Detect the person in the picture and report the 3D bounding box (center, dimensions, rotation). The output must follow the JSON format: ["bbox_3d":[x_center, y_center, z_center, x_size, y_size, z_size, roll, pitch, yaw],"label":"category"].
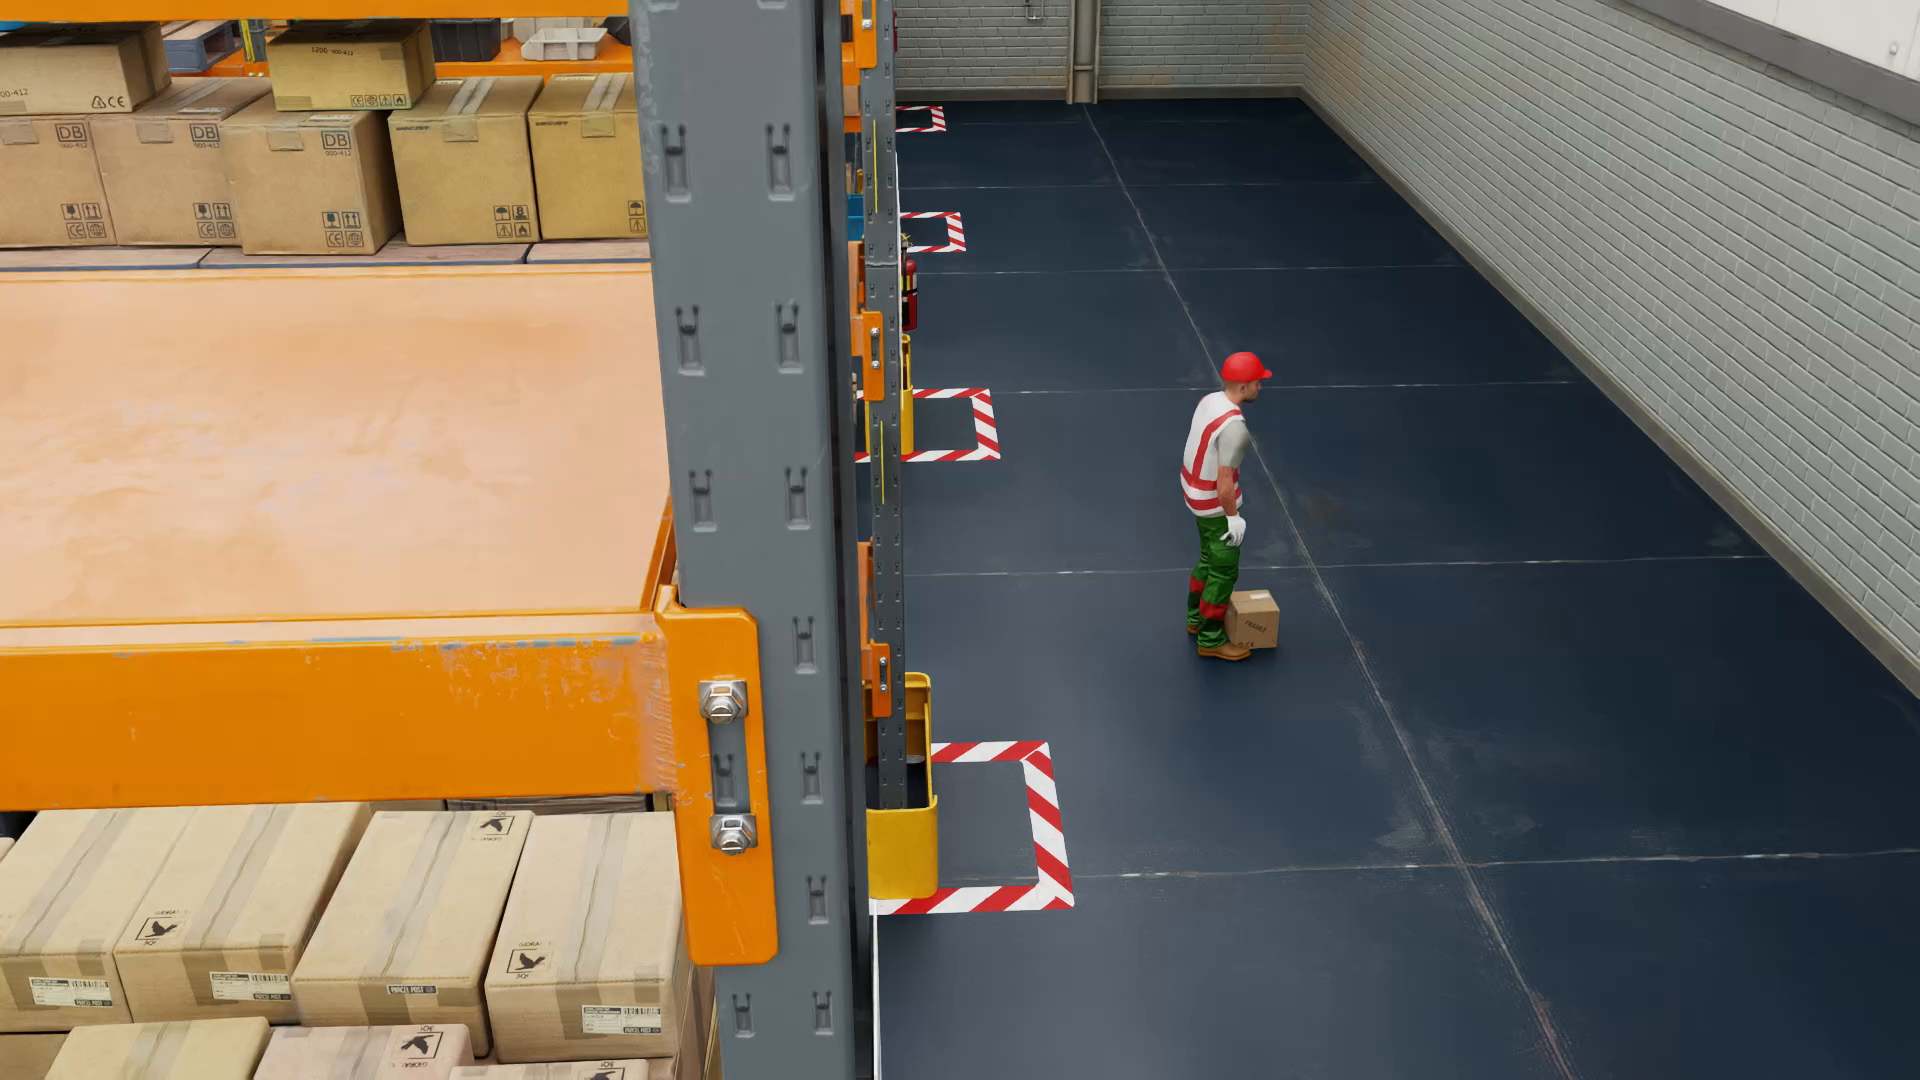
[{"bbox_3d":[1.479,-0.207,9.367,0.453,1.777,0.604,-2,27,-5],"label":"person"}]
